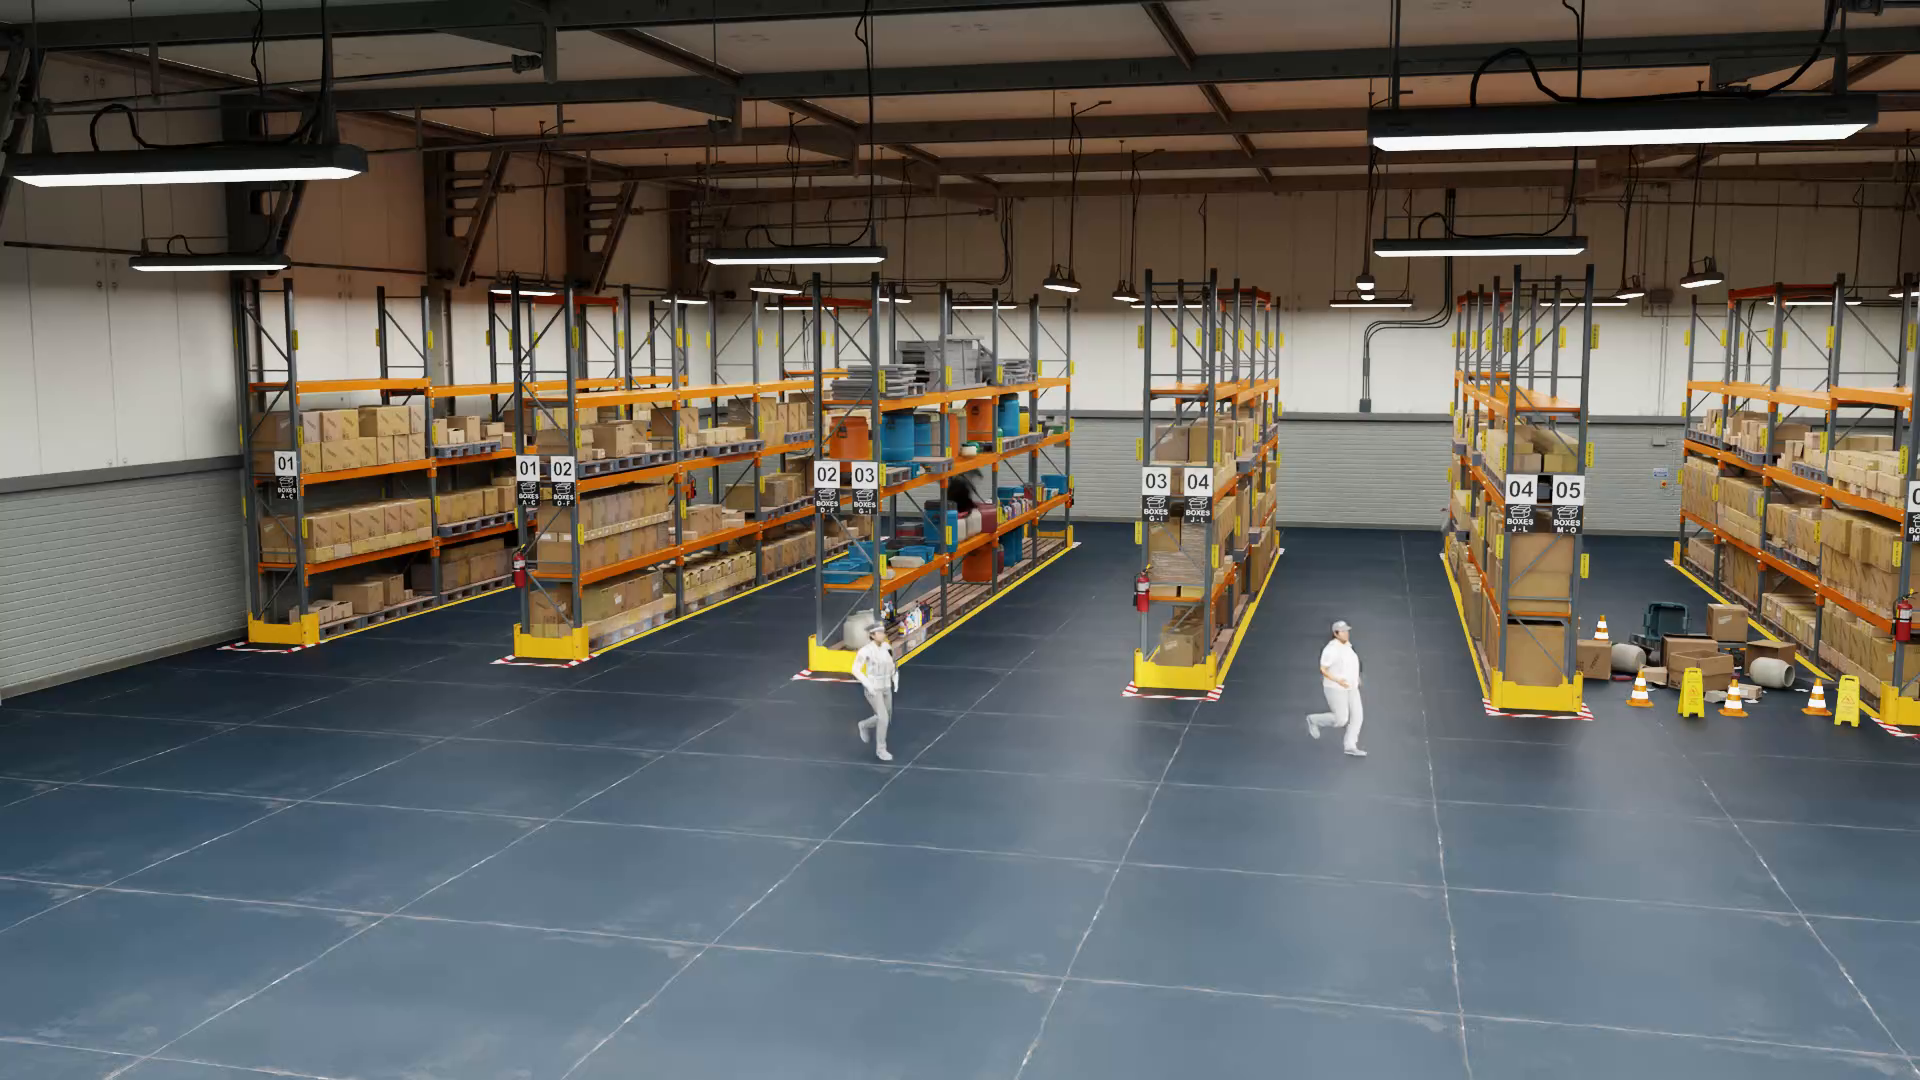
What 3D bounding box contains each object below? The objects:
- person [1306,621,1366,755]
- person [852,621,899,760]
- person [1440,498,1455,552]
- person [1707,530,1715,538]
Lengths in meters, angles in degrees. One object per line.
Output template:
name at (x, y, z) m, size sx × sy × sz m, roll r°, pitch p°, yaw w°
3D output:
person at (4.633, 1.790, 20.223) m, size 0.621 × 1.624 × 0.769 m, roll -6°, pitch 9°, yaw -42°
person at (-1.039, 1.785, 20.113) m, size 0.642 × 1.668 × 0.681 m, roll -7°, pitch 10°, yaw -44°
person at (11.700, -0.518, 39.333) m, size 0.646 × 1.721 × 0.581 m, roll 0°, pitch 7°, yaw -1°
person at (17.368, -0.369, 38.178) m, size 0.523 × 1.597 × 0.654 m, roll 6°, pitch 9°, yaw 40°
